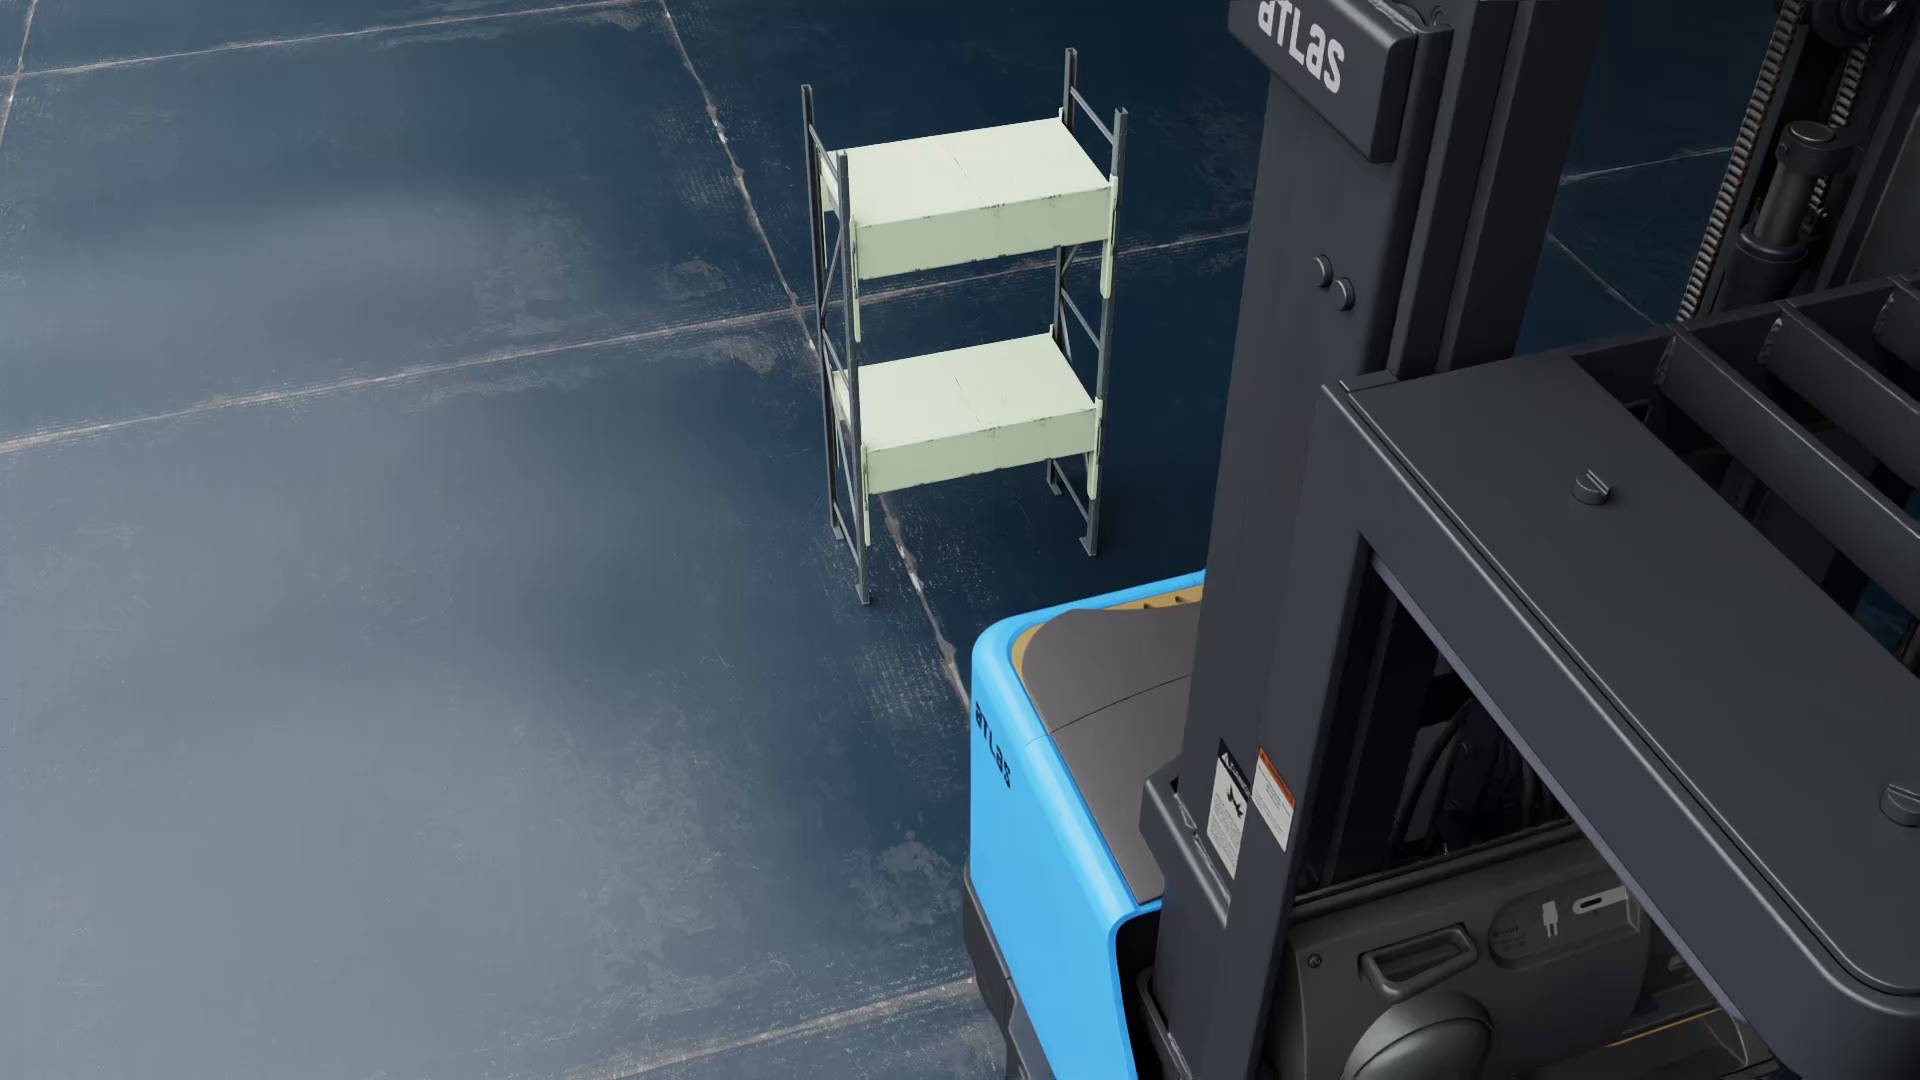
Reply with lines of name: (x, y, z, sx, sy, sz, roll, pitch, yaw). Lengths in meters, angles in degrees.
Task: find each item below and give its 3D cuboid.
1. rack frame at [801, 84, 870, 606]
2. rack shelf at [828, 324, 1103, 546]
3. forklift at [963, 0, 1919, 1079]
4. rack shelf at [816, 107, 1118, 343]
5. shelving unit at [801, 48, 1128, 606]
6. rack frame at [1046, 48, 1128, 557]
rack frame: (-0.343, -0.494, 4.675, 0.023, 1.500, 0.400, -12, 42, -13)
rack shelf: (0.006, -0.321, 4.973, 0.720, 0.370, 0.431, -12, 42, -13)
forklift: (0.968, 0.693, 2.229, 1.130, 2.935, 3.031, -13, 43, -14)
rack shelf: (0.006, -0.860, 4.501, 0.720, 0.370, 0.431, -12, 42, -13)
shelving unit: (0.006, -0.566, 4.758, 0.755, 1.500, 0.431, -12, 42, -13)
rack frame: (0.355, -0.638, 4.841, 0.023, 1.500, 0.400, -12, 42, -13)
